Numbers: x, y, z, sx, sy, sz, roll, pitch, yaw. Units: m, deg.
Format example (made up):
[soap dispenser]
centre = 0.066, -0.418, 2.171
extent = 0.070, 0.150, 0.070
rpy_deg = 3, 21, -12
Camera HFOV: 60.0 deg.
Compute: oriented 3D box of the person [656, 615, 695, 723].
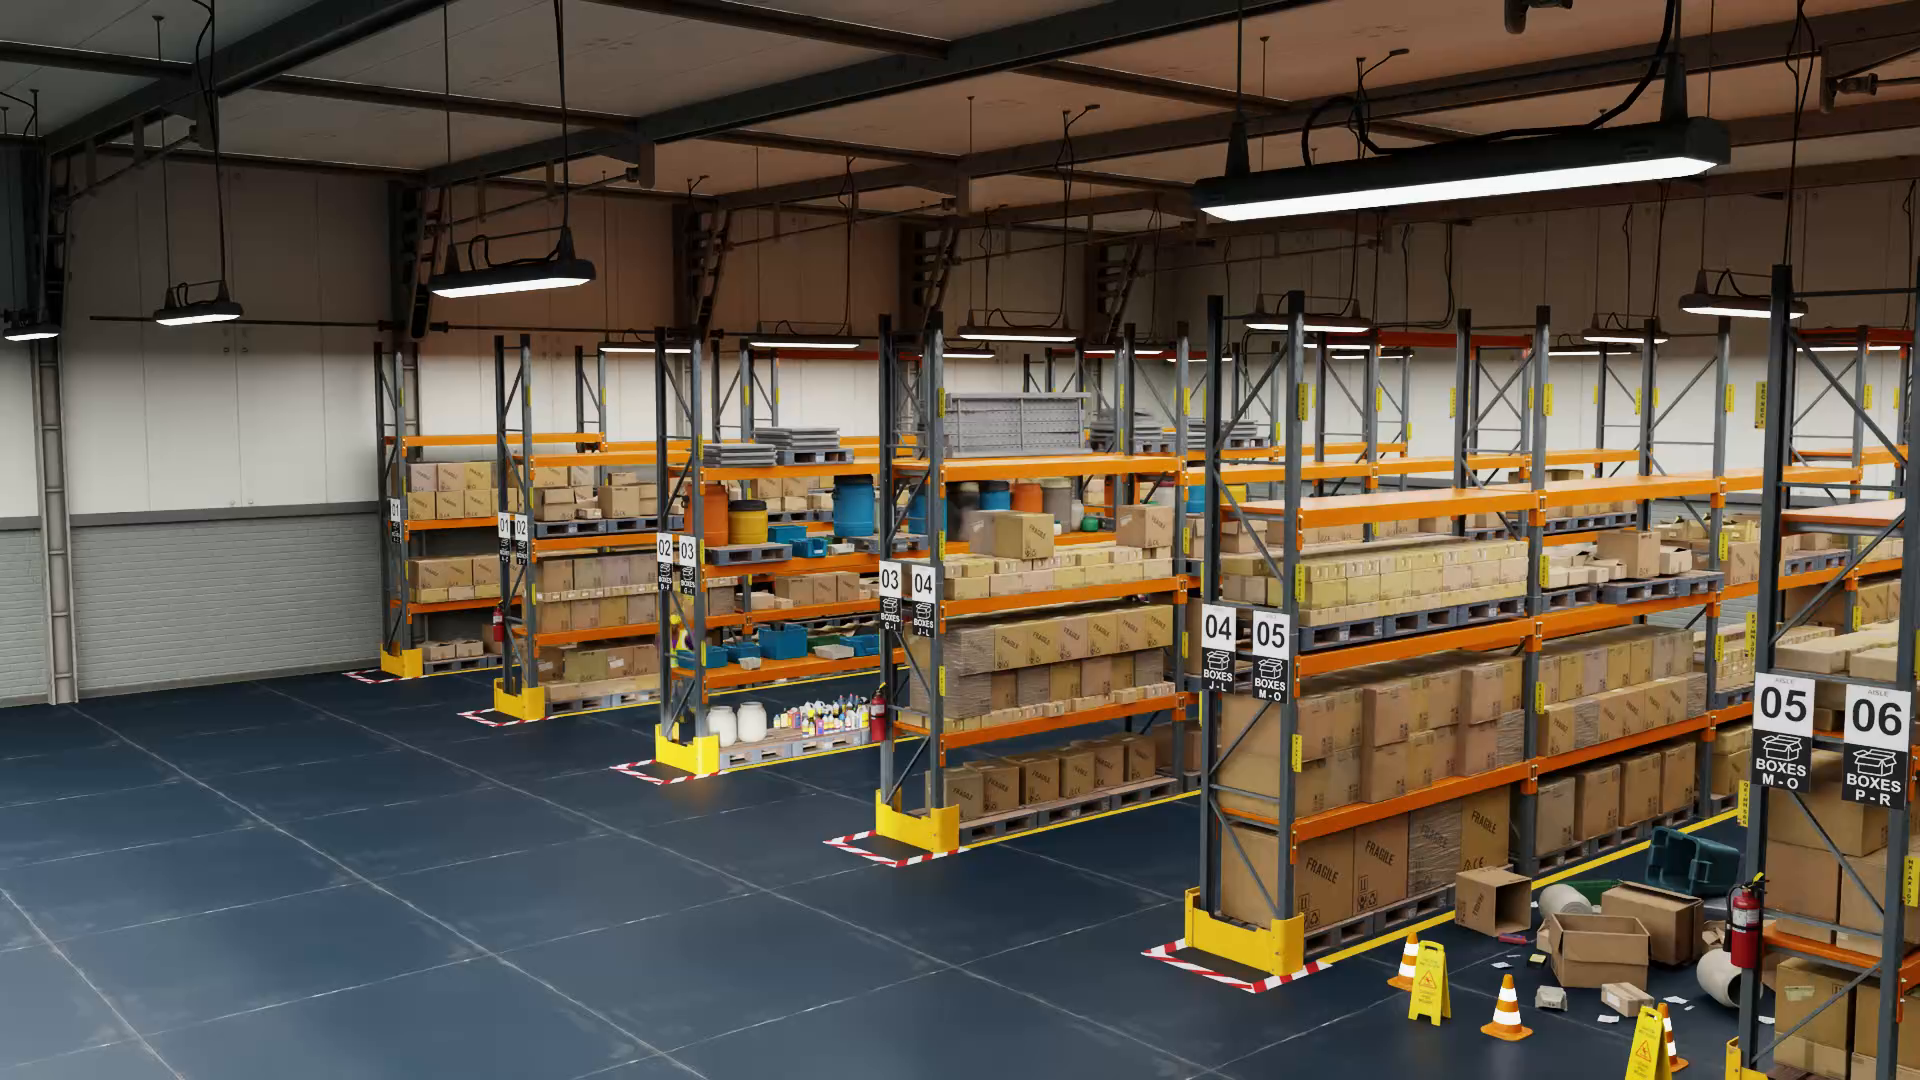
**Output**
[person]
centre = -4.361, 1.975, 25.735
extent = 0.665, 1.701, 0.817
rpy_deg = 0, 5, -2
